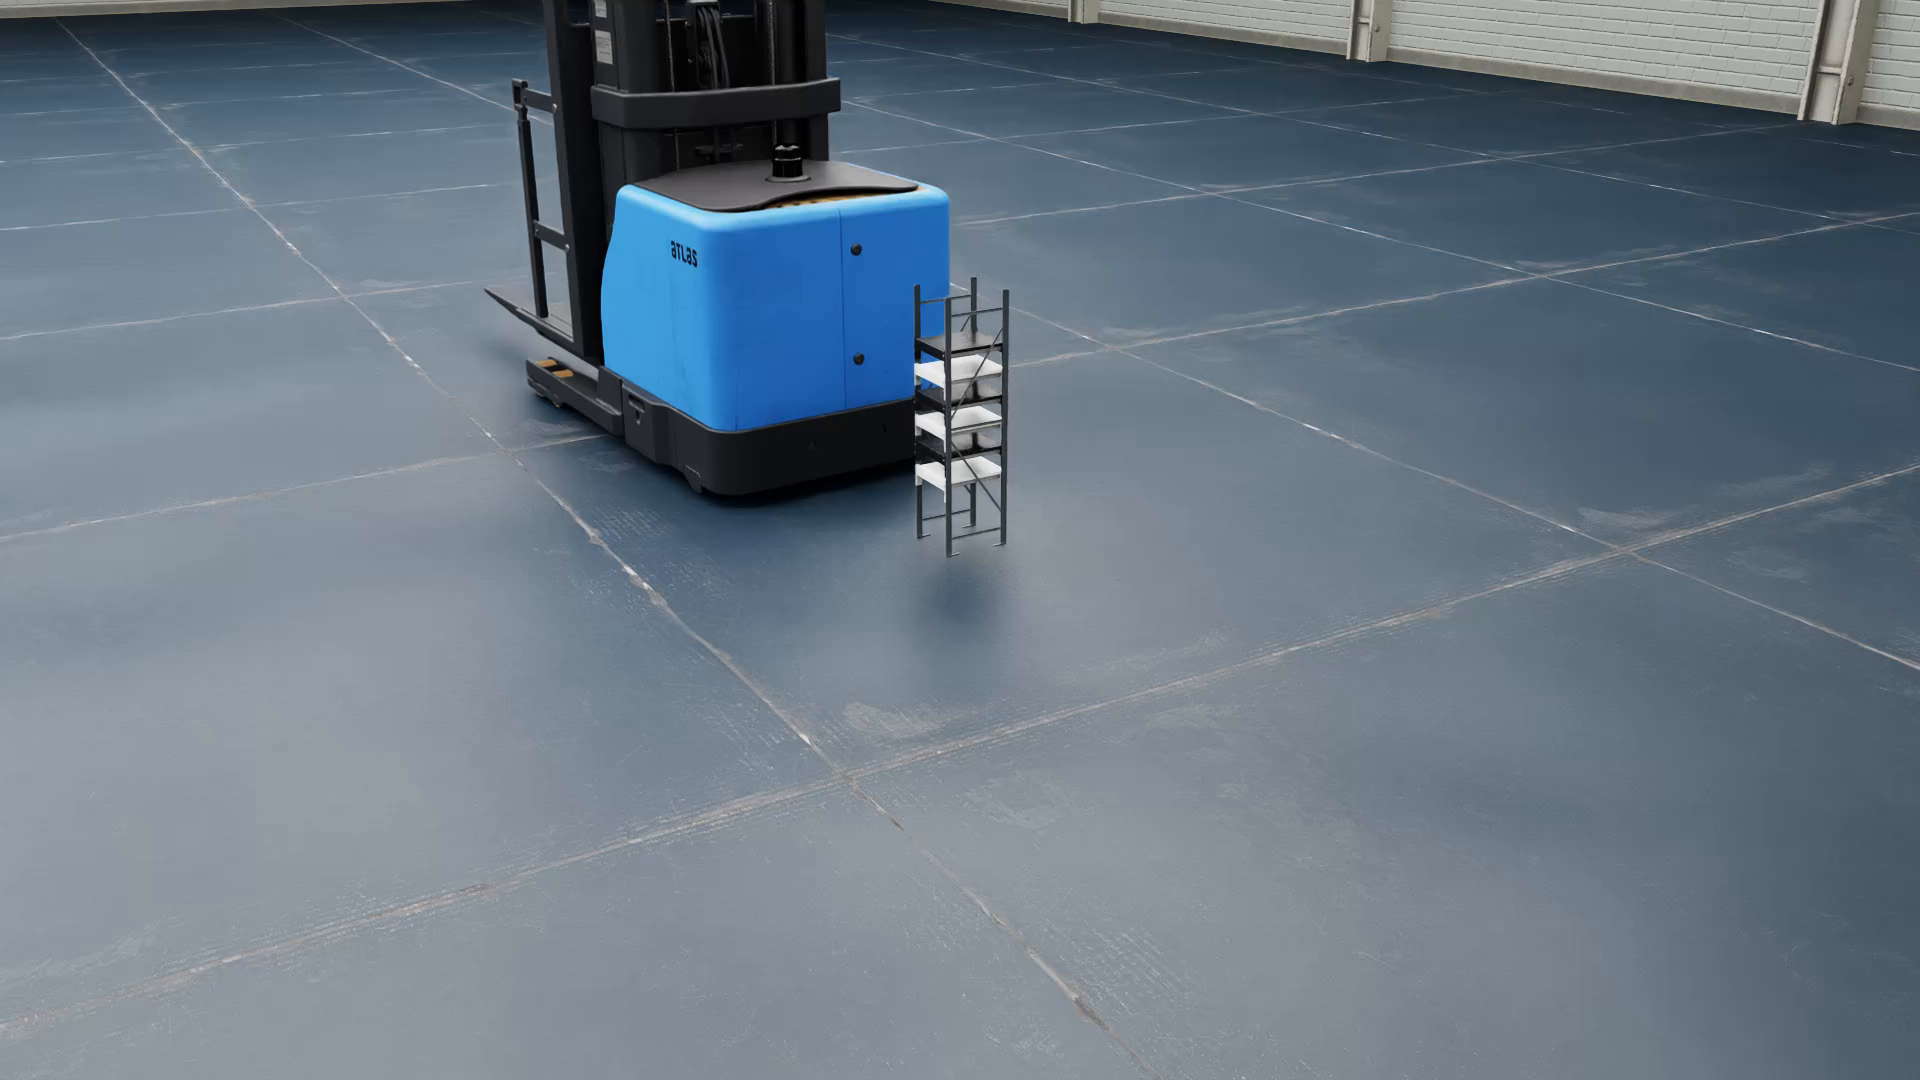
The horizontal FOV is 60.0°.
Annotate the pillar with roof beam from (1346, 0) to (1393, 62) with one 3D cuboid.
[{"bbox_3d":[1.215,-9.144,16.358,9.100,9.000,0.400,-13,25,-28],"label":"pillar with roof beam"}]

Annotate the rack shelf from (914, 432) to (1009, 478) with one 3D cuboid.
[{"bbox_3d":[0.004,-0.300,5.682,0.258,0.077,0.200,-13,25,-28],"label":"rack shelf"}]

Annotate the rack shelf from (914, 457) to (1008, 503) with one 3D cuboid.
[{"bbox_3d":[0.004,-0.217,5.716,0.258,0.077,0.200,-13,25,-28],"label":"rack shelf"}]

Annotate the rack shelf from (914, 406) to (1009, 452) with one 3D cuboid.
[{"bbox_3d":[0.004,-0.383,5.648,0.258,0.077,0.200,-13,25,-28],"label":"rack shelf"}]

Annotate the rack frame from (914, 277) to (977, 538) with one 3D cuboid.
[{"bbox_3d":[-0.048,-0.447,5.717,0.240,0.900,0.006,-13,25,-28],"label":"rack frame"}]

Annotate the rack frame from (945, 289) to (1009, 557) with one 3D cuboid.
[{"bbox_3d":[0.056,-0.381,5.555,0.240,0.900,0.006,-13,25,-28],"label":"rack frame"}]

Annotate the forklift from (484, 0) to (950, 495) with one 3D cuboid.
[{"bbox_3d":[-1.263,-2.020,6.888,1.130,2.935,3.031,-14,26,-31],"label":"forklift"}]

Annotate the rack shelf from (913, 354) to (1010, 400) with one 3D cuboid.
[{"bbox_3d":[0.004,-0.550,5.580,0.258,0.077,0.200,-13,25,-28],"label":"rack shelf"}]

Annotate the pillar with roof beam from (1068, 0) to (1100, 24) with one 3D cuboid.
[{"bbox_3d":[-1.850,-11.086,21.136,9.100,9.000,0.400,-13,25,-28],"label":"pillar with roof beam"}]

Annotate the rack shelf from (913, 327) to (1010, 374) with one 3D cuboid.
[{"bbox_3d":[0.004,-0.633,5.546,0.258,0.077,0.200,-13,25,-28],"label":"rack shelf"}]

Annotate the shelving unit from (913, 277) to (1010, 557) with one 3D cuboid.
[{"bbox_3d":[0.004,-0.414,5.636,0.258,0.900,0.210,-13,25,-28],"label":"shelving unit"}]

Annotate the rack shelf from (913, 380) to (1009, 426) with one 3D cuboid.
[{"bbox_3d":[0.004,-0.467,5.614,0.258,0.077,0.200,-13,25,-28],"label":"rack shelf"}]

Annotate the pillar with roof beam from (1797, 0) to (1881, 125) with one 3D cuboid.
[{"bbox_3d":[4.279,-7.202,11.579,9.100,9.000,0.400,-13,25,-28],"label":"pillar with roof beam"}]
